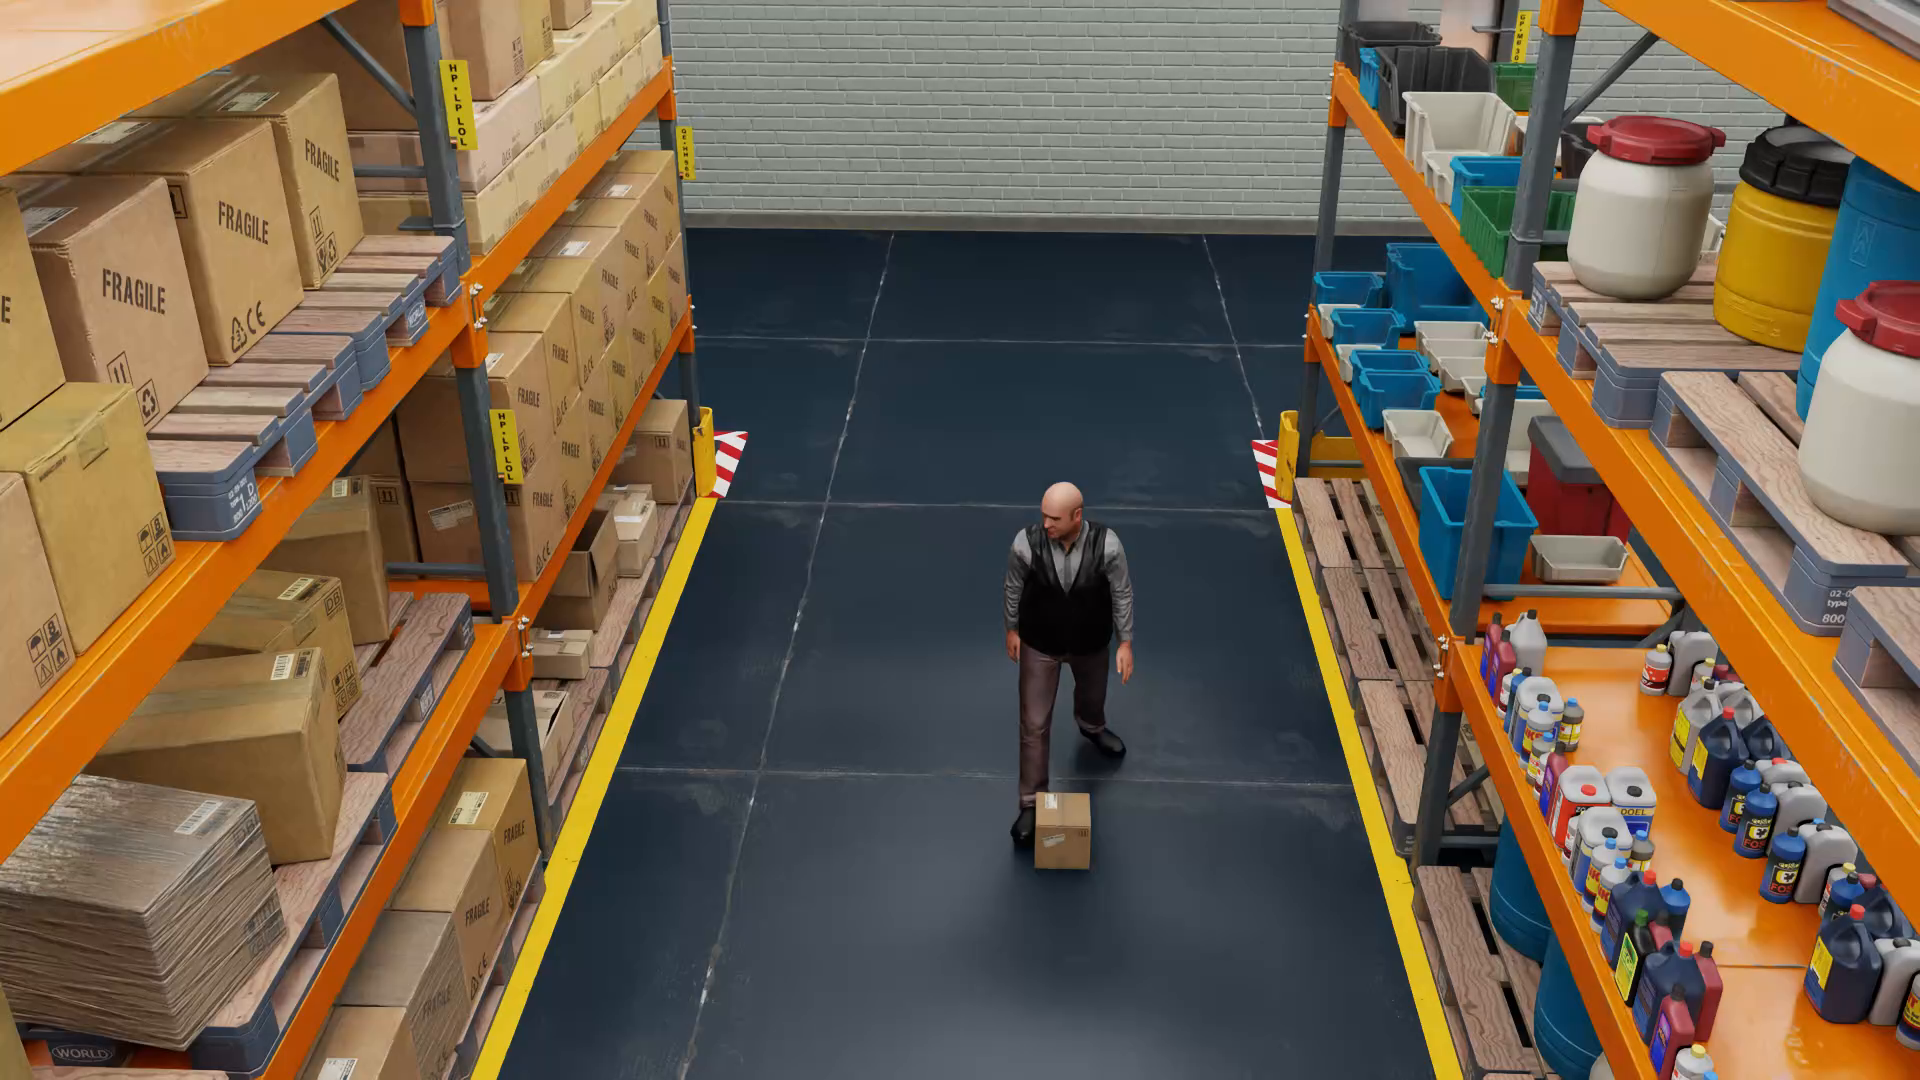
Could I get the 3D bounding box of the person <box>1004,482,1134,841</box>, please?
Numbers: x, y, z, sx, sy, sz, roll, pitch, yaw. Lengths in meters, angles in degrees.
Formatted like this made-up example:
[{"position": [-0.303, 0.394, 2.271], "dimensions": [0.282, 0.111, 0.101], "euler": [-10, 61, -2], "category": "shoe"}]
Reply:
[{"position": [0.529, 0.478, 7.757], "dimensions": [0.640, 1.691, 0.927], "euler": [-2, 28, -3], "category": "person"}]
